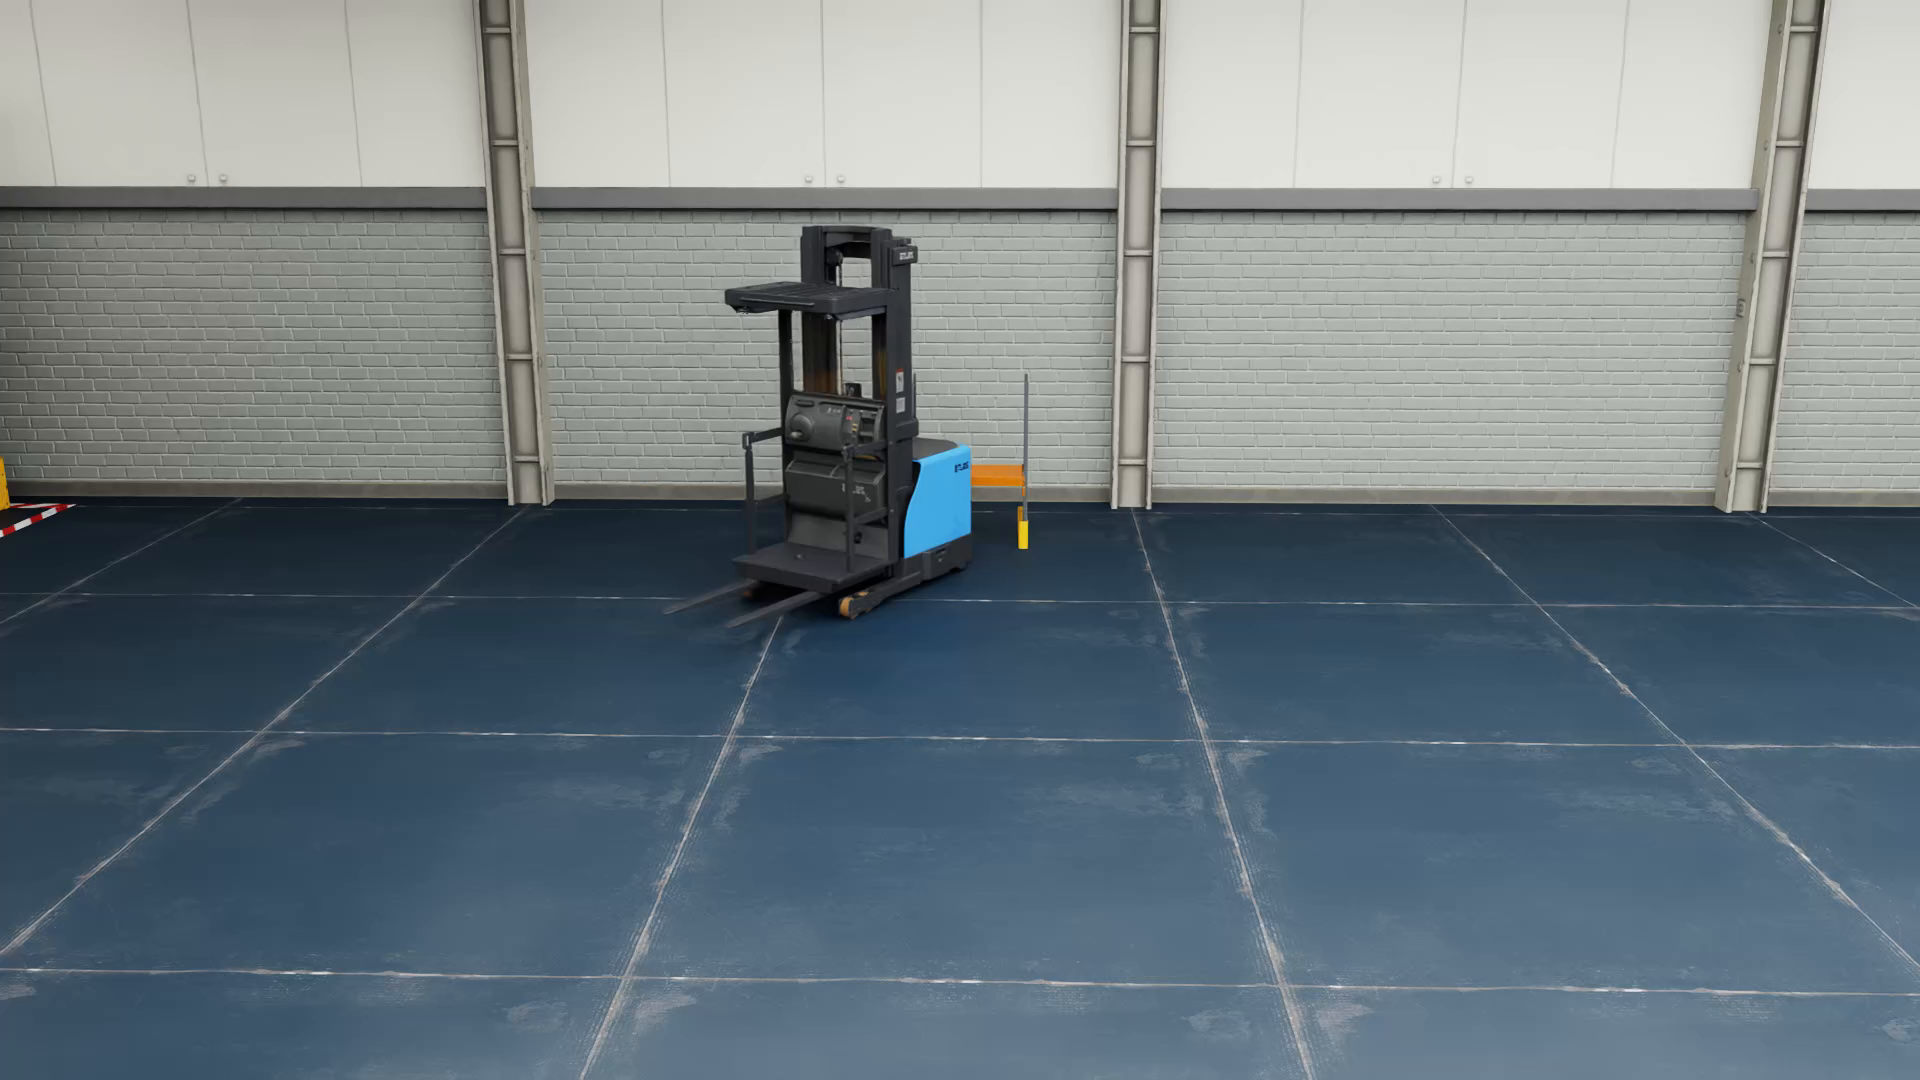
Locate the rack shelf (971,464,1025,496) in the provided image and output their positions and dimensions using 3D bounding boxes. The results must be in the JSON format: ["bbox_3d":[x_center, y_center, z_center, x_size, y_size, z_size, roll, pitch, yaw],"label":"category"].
[{"bbox_3d":[0.085,-0.551,15.102,1.000,0.185,0.538,0,15,1],"label":"rack shelf"}]

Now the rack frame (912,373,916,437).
[{"bbox_3d":[-0.423,-0.728,15.069,0.032,1.500,0.500,0,15,1],"label":"rack frame"}]

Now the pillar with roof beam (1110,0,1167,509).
[{"bbox_3d":[1.587,-3.600,11.256,0.400,9.000,9.100,0,15,1],"label":"pillar with roof beam"}]

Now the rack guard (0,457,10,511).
[{"bbox_3d":[-9.602,-0.432,15.909,0.348,0.500,1.175,0,15,1],"label":"rack guard"}]

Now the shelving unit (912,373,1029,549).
[{"bbox_3d":[0.076,-0.725,15.057,1.083,1.500,0.587,0,15,1],"label":"shelving unit"}]

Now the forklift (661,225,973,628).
[{"bbox_3d":[-1.117,-0.942,13.074,1.130,2.935,3.031,9,17,32],"label":"forklift"}]

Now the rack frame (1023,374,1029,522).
[{"bbox_3d":[0.593,-0.721,15.044,0.032,1.500,0.500,0,15,1],"label":"rack frame"}]

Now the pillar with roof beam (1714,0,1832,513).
[{"bbox_3d":[7.585,-3.561,11.108,0.400,9.000,9.100,0,15,1],"label":"pillar with roof beam"}]

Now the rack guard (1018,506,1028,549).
[{"bbox_3d":[0.574,-0.117,15.204,0.087,0.250,0.587,0,15,1],"label":"rack guard"}]

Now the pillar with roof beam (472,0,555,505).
[{"bbox_3d":[-4.411,-3.639,11.405,0.400,9.000,9.100,0,15,1],"label":"pillar with roof beam"}]
